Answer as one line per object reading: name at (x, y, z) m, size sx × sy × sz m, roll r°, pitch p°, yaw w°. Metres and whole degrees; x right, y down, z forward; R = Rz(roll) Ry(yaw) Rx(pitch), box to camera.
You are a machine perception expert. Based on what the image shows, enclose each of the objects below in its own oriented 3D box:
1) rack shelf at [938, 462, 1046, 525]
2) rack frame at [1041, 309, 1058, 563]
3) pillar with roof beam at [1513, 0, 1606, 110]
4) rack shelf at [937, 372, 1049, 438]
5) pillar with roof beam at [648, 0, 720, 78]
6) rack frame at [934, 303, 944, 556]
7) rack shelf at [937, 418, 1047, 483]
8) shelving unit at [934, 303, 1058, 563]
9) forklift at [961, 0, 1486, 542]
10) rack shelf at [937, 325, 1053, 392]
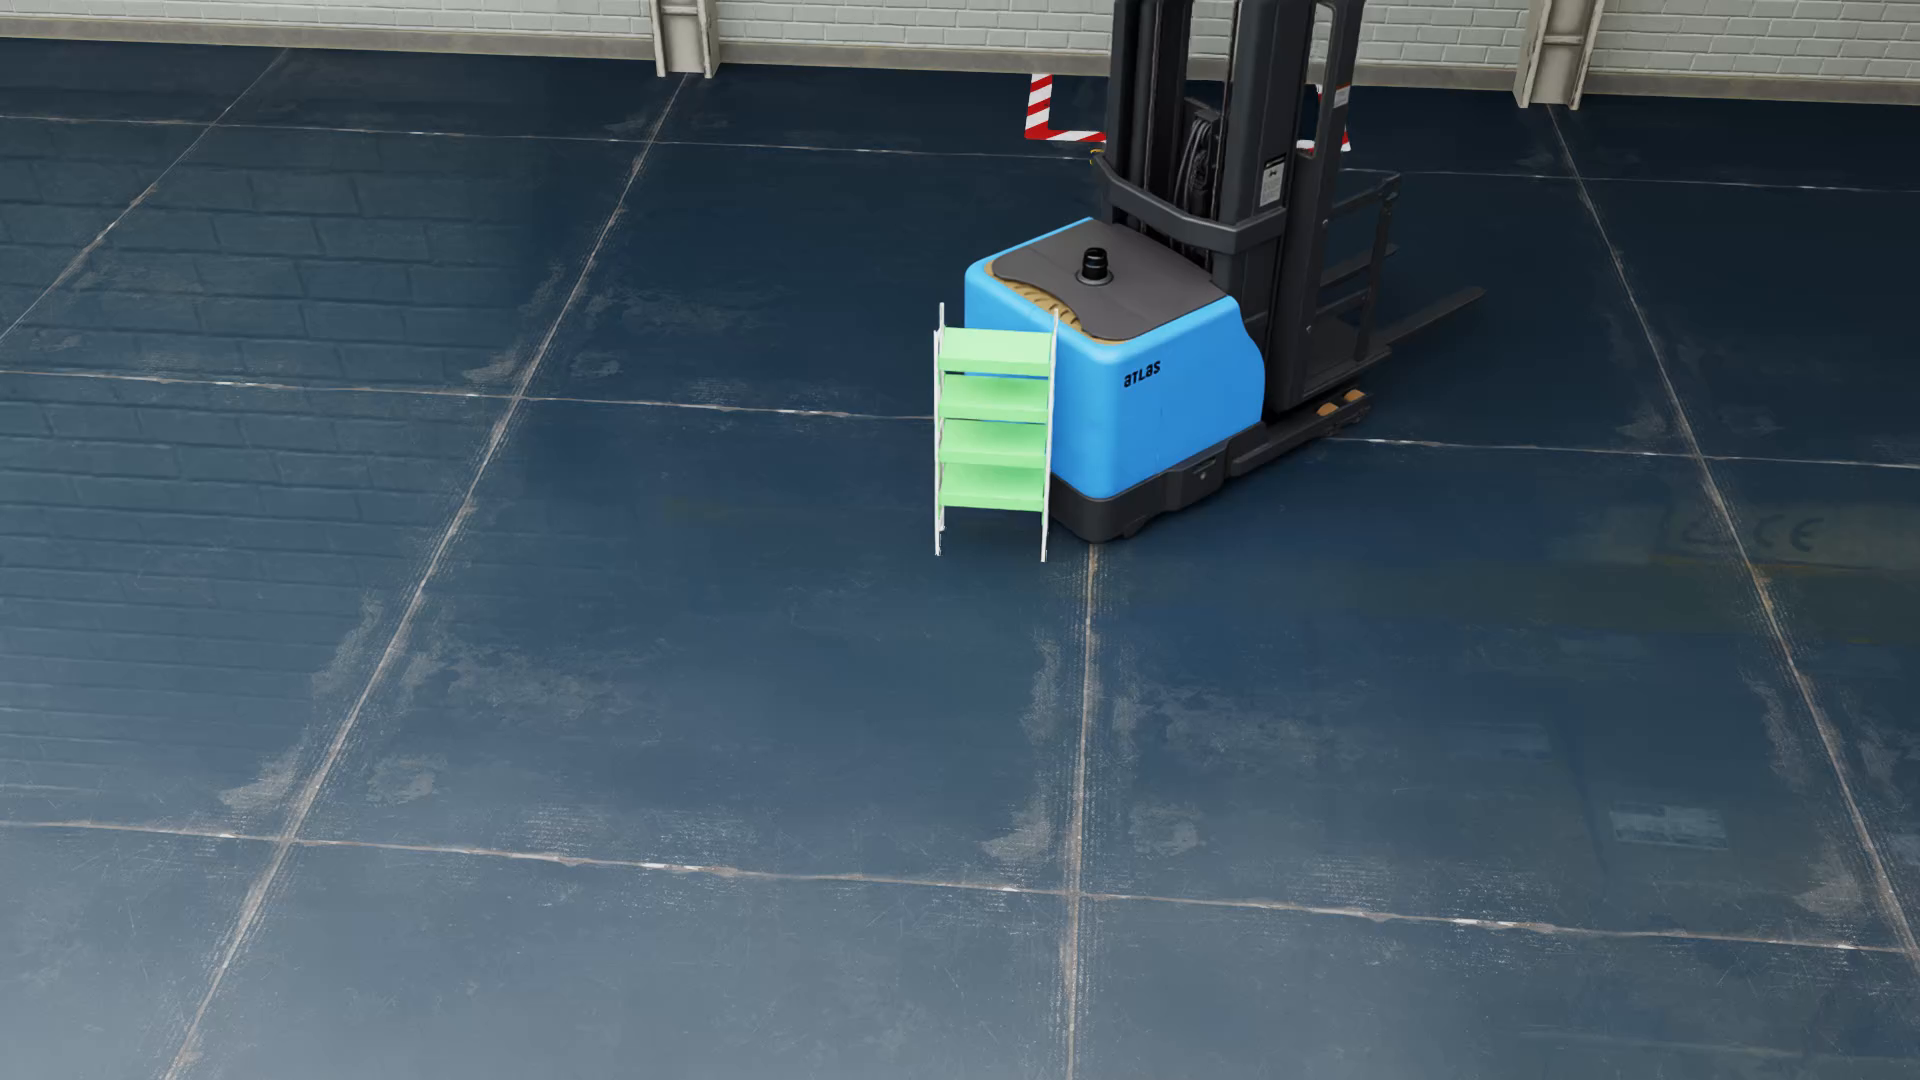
rack shelf at (0.150, -0.217, 7.545) m, size 0.480 × 0.148 × 0.258 m, roll 4°, pitch 39°, yaw 4°
rack frame at (0.395, -0.437, 7.336) m, size 0.015 × 1.200 × 0.240 m, roll 4°, pitch 39°, yaw 4°
pillar with roof beam at (3.671, -3.830, 5.326) m, size 0.400 × 9.000 × 9.100 m, roll 3°, pitch 39°, yaw 4°
rack shelf at (0.153, -0.590, 7.242) m, size 0.480 × 0.148 × 0.258 m, roll 4°, pitch 39°, yaw 4°
pillar with roof beam at (-2.307, -4.156, 5.728) m, size 0.400 × 9.000 × 9.100 m, roll 3°, pitch 39°, yaw 4°
rack frame at (-0.091, -0.468, 7.371) m, size 0.015 × 1.200 × 0.240 m, roll 4°, pitch 39°, yaw 4°
rack shelf at (0.151, -0.403, 7.394) m, size 0.480 × 0.148 × 0.258 m, roll 4°, pitch 39°, yaw 4°
shelving unit at (0.152, -0.453, 7.353) m, size 0.503 × 1.200 × 0.258 m, roll 4°, pitch 39°, yaw 4°
forklift at (1.477, -1.896, 7.758) m, size 3.031 × 2.935 × 1.130 m, roll -27°, pitch 46°, yaw -29°
rack shelf at (0.154, -0.776, 7.091) m, size 0.480 × 0.148 × 0.258 m, roll 4°, pitch 39°, yaw 4°
